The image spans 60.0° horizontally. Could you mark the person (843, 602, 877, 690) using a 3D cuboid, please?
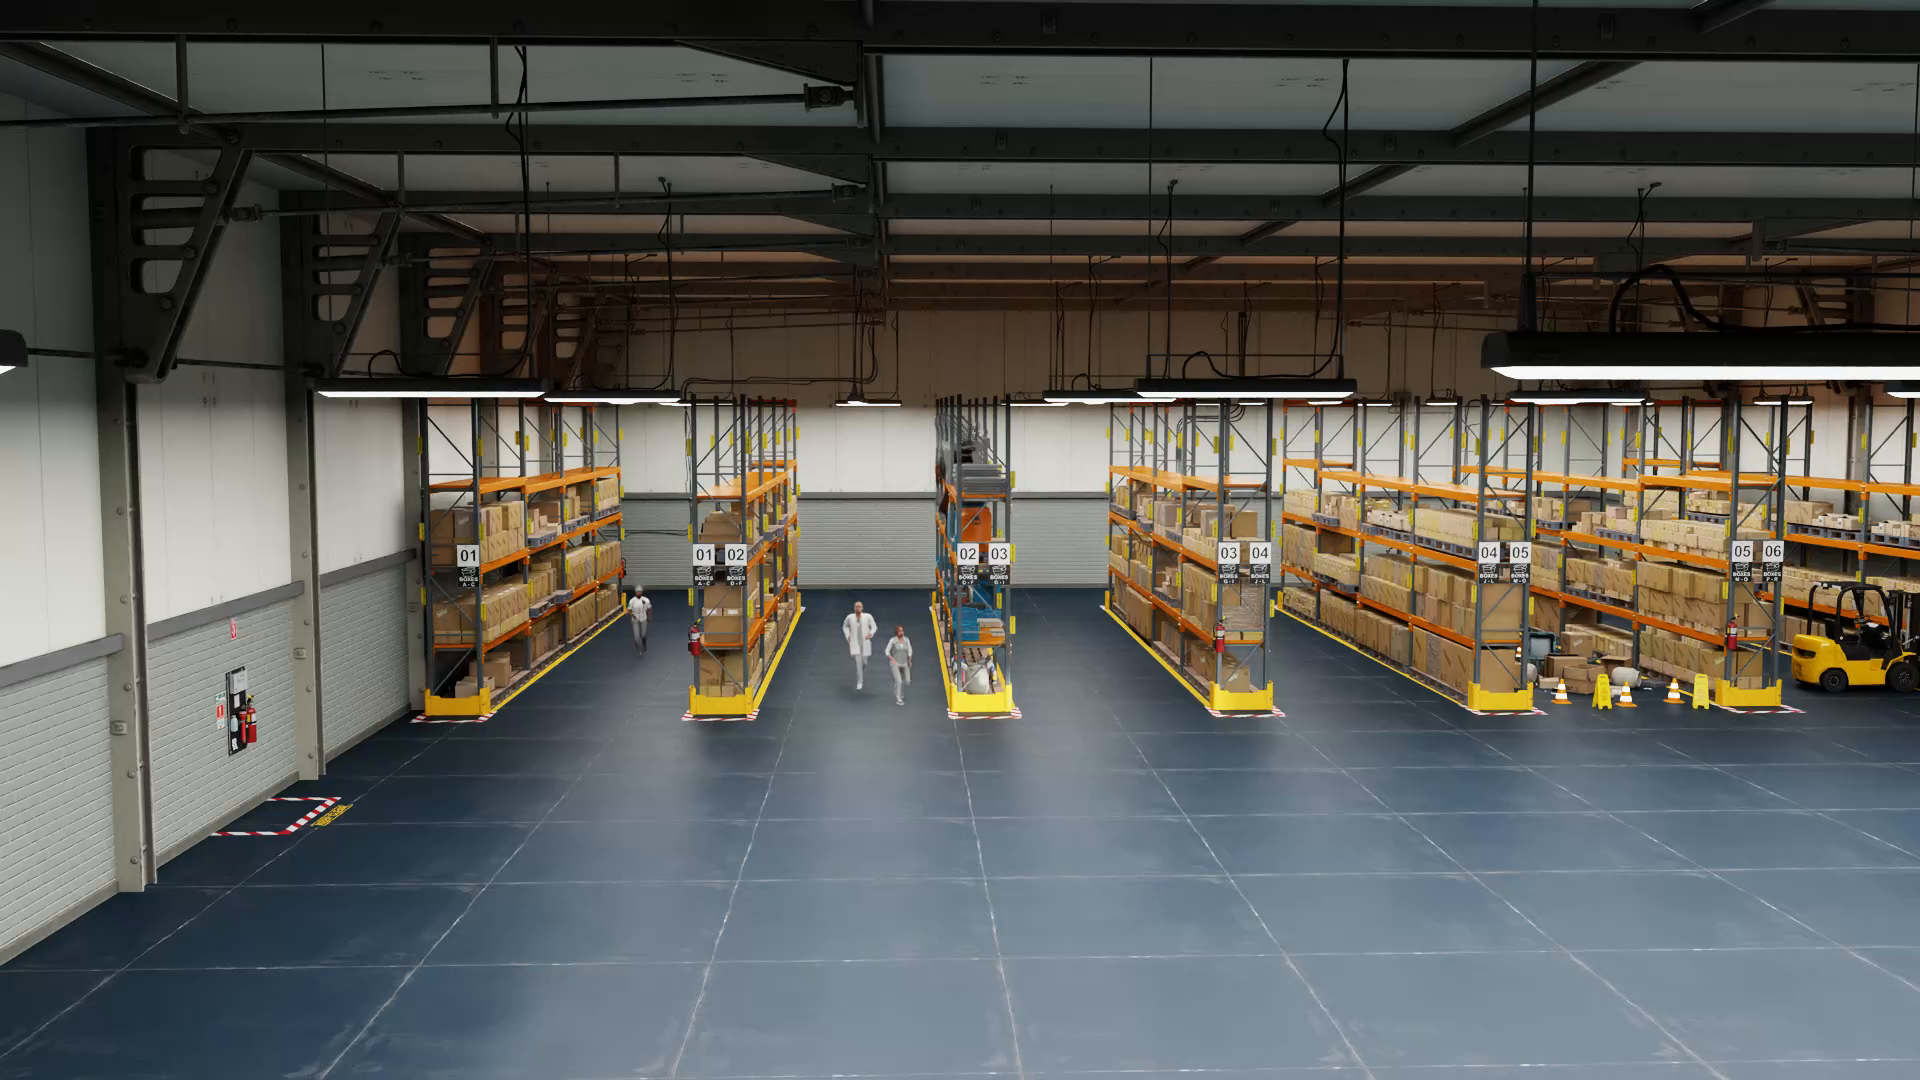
[{"bbox_3d":[-2.067,2.155,34.313,0.705,1.772,0.836,0,5,-6],"label":"person"}]

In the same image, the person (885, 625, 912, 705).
[{"bbox_3d":[-1.180,2.414,32.156,0.561,1.549,0.542,-2,5,-22],"label":"person"}]

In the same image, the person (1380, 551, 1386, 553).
[{"bbox_3d":[11.890,1.173,46.807,0.646,1.729,0.671,-2,5,-24],"label":"person"}]

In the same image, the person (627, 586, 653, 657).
[{"bbox_3d":[-7.394,1.878,38.408,0.569,1.661,0.554,-1,5,-8],"label":"person"}]
